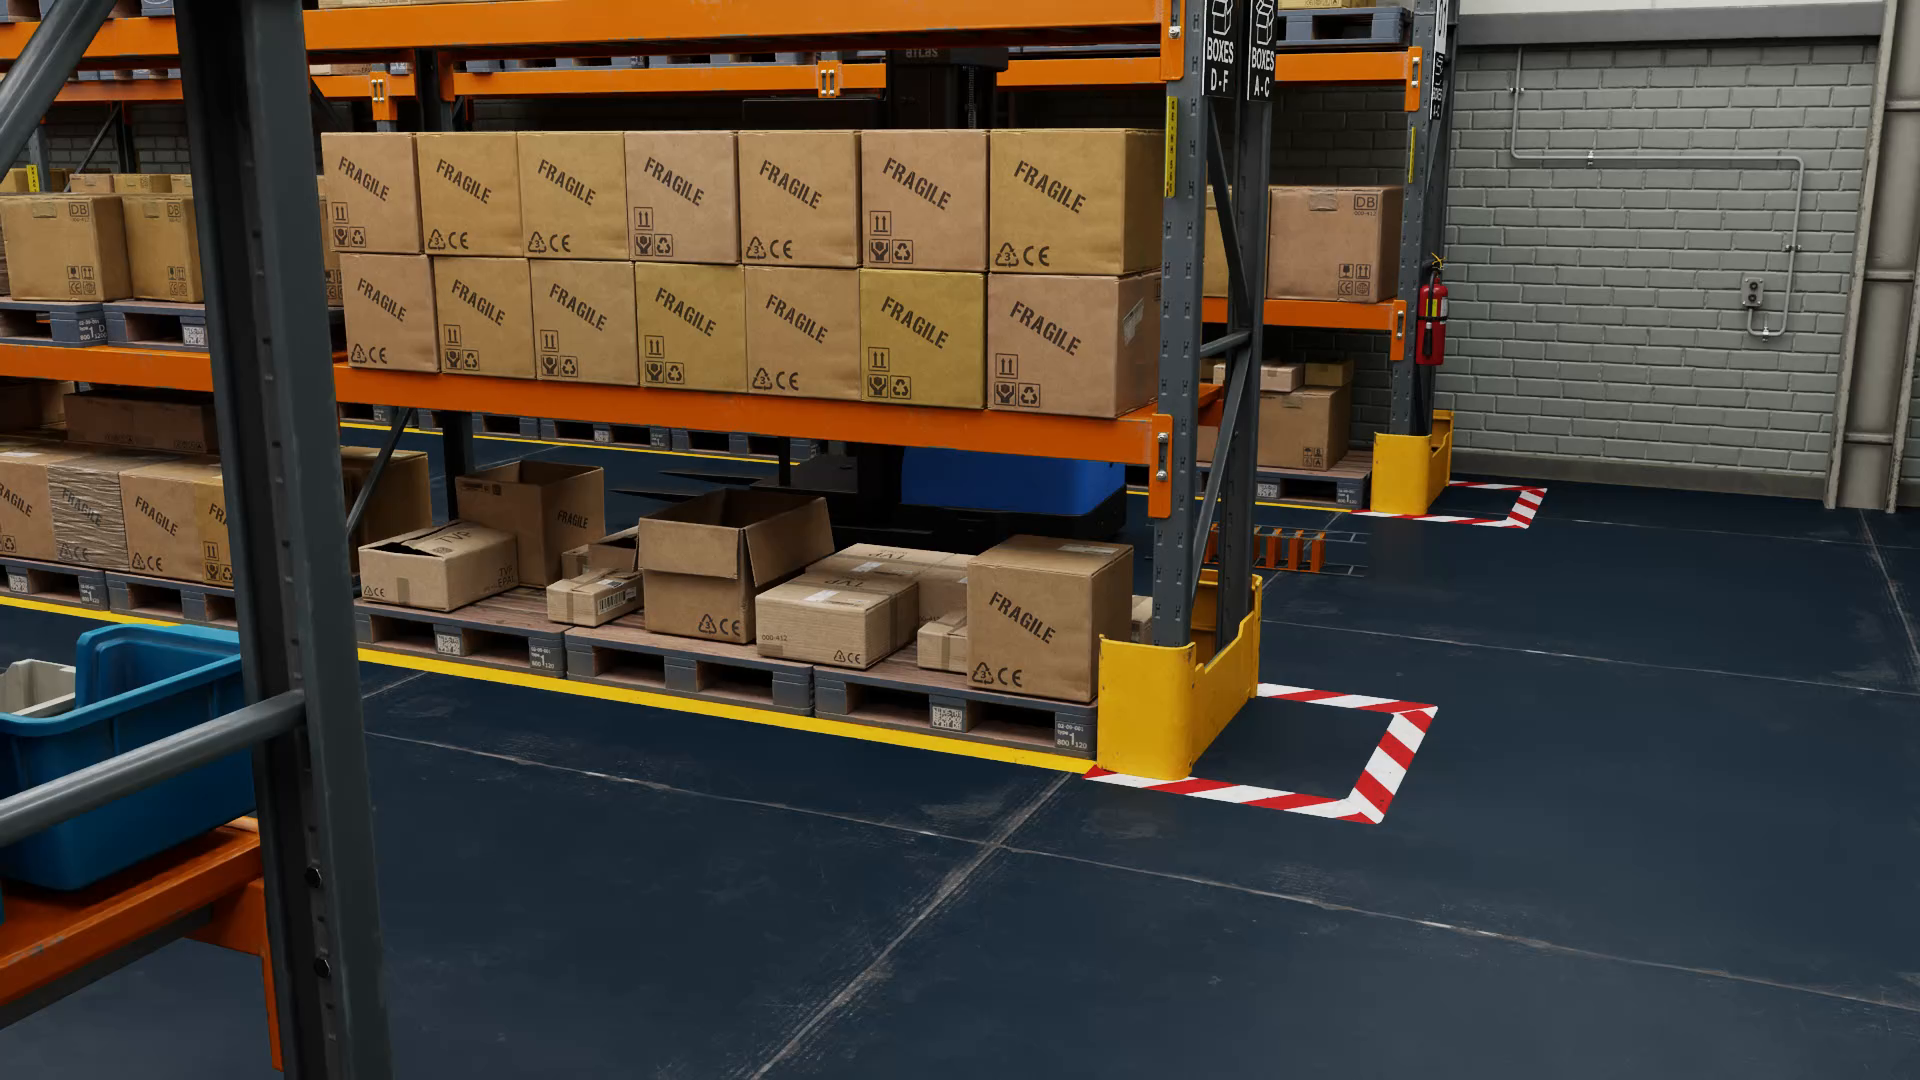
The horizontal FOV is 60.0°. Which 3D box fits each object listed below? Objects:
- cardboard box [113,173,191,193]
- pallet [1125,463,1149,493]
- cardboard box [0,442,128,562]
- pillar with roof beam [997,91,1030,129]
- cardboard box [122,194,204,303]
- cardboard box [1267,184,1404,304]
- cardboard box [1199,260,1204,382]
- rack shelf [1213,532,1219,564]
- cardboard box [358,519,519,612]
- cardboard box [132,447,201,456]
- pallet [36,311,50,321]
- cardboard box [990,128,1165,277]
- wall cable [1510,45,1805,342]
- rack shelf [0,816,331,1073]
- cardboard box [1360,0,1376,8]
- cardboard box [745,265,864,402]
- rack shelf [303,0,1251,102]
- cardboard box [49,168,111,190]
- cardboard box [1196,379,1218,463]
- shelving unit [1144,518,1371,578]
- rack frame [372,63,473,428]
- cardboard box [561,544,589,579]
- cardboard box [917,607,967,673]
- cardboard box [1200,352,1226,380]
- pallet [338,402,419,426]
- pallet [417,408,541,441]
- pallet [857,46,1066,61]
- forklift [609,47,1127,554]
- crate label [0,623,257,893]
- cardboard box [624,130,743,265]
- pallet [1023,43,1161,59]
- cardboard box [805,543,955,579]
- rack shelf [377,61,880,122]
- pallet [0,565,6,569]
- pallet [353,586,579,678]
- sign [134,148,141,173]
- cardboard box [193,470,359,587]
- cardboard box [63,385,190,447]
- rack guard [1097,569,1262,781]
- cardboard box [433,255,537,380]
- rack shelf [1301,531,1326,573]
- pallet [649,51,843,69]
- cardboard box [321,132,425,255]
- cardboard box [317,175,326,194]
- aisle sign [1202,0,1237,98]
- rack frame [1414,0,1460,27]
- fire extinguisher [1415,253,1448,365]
[{"bbox_3d":[-7.058,-3.013,14.848,0.500,0.500,0.700,7,15,29],"label":"cardboard box"},{"bbox_3d":[1.079,-0.561,11.682,1.213,0.211,1.003,6,14,23],"label":"pallet"},{"bbox_3d":[-4.647,-0.206,8.576,0.500,0.500,0.500,5,14,21],"label":"cardboard box"},{"bbox_3d":[-1.457,-4.255,8.190,0.400,9.000,9.100,6,14,23],"label":"pillar with roof beam"},{"bbox_3d":[-3.704,-1.477,8.343,0.500,0.500,0.700,8,16,32],"label":"cardboard box"},{"bbox_3d":[2.483,-1.939,10.794,0.700,0.700,0.980,7,15,26],"label":"cardboard box"},{"bbox_3d":[0.652,-0.857,6.623,0.500,0.500,0.500,6,15,24],"label":"cardboard box"},{"bbox_3d":[1.481,0.021,9.233,0.103,0.180,0.258,5,14,19],"label":"rack shelf"},{"bbox_3d":[-2.410,0.096,7.701,0.500,0.311,0.500,6,14,23],"label":"cardboard box"},{"bbox_3d":[-3.996,-0.270,8.849,0.500,0.500,0.500,6,14,24],"label":"cardboard box"},{"bbox_3d":[-5.716,-1.311,9.196,1.003,0.211,1.213,6,14,23],"label":"pallet"},{"bbox_3d":[0.432,-1.232,6.030,0.500,0.500,0.500,6,14,23],"label":"cardboard box"},{"bbox_3d":[4.507,-2.321,10.857,1.851,1.984,0.084,6,14,23],"label":"wall cable"},{"bbox_3d":[-2.888,0.487,2.688,4.000,0.370,1.077,6,14,23],"label":"rack shelf"},{"bbox_3d":[2.386,-3.507,10.757,0.500,0.250,0.500,7,15,26],"label":"cardboard box"},{"bbox_3d":[-0.499,-0.840,6.551,0.500,0.500,0.500,6,14,24],"label":"cardboard box"},{"bbox_3d":[-0.878,-2.008,6.753,4.000,0.370,1.077,6,14,23],"label":"rack shelf"},{"bbox_3d":[-8.363,-3.247,15.668,0.500,0.500,0.500,5,14,22],"label":"cardboard box"},{"bbox_3d":[1.816,-0.825,11.257,0.500,0.500,0.700,6,14,23],"label":"cardboard box"},{"bbox_3d":[1.636,0.034,9.180,1.200,0.189,0.258,5,14,19],"label":"shelving unit"},{"bbox_3d":[-4.361,-2.488,13.790,0.127,3.000,1.000,6,14,23],"label":"rack frame"},{"bbox_3d":[-1.704,0.107,8.011,0.250,0.149,0.380,6,14,23],"label":"cardboard box"},{"bbox_3d":[0.020,0.398,6.733,0.250,0.166,0.380,6,14,23],"label":"cardboard box"},{"bbox_3d":[1.776,-1.195,11.413,0.250,0.149,0.380,6,14,24],"label":"cardboard box"},{"bbox_3d":[-5.075,-1.203,14.418,1.213,0.211,1.003,6,14,23],"label":"pallet"},{"bbox_3d":[-3.670,-1.041,13.731,1.213,0.211,1.003,6,14,23],"label":"pallet"},{"bbox_3d":[0.040,-3.457,11.548,1.213,0.211,1.003,6,14,23],"label":"pallet"},{"bbox_3d":[-0.588,-1.473,9.618,3.031,2.935,1.130,5,14,19],"label":"forklift"},{"bbox_3d":[-1.152,0.283,2.220,0.303,0.233,0.416,6,14,23],"label":"crate label"},{"bbox_3d":[-0.975,-1.373,6.631,0.500,0.500,0.500,6,15,25],"label":"cardboard box"},{"bbox_3d":[1.152,-3.344,11.066,1.213,0.211,1.003,6,14,23],"label":"pallet"},{"bbox_3d":[-0.346,0.210,7.350,0.500,0.250,0.500,6,14,23],"label":"cardboard box"},{"bbox_3d":[-2.532,-3.413,12.741,4.000,0.370,1.077,6,14,23],"label":"rack shelf"},{"bbox_3d":[-5.697,-0.018,9.370,1.213,0.211,1.003,6,14,23],"label":"pallet"},{"bbox_3d":[-2.079,0.339,7.849,1.213,0.211,1.003,6,14,23],"label":"pallet"},{"bbox_3d":[-7.796,-3.538,15.731,0.005,0.325,0.100,6,14,23],"label":"sign"},{"bbox_3d":[-3.274,-0.066,7.977,0.500,0.500,0.500,6,14,23],"label":"cardboard box"},{"bbox_3d":[-4.423,-0.679,8.951,0.500,0.250,0.500,5,14,22],"label":"cardboard box"},{"bbox_3d":[0.881,0.498,6.540,0.348,0.500,1.175,6,14,23],"label":"rack guard"},{"bbox_3d":[-1.882,-0.980,7.148,0.500,0.500,0.500,6,15,24],"label":"cardboard box"},{"bbox_3d":[1.933,0.060,9.077,0.103,0.180,0.258,5,14,19],"label":"rack shelf"},{"bbox_3d":[-1.562,-3.559,12.210,1.217,0.209,0.805,5,14,21],"label":"pallet"},{"bbox_3d":[-2.390,-1.516,7.240,0.500,0.500,0.500,6,15,25],"label":"cardboard box"},{"bbox_3d":[-5.317,-2.838,14.101,0.500,0.500,0.700,4,14,18],"label":"cardboard box"},{"bbox_3d":[0.889,-1.908,5.628,0.004,0.787,0.394,6,14,23],"label":"aisle sign"},{"bbox_3d":[2.954,-4.668,9.950,0.127,3.000,1.000,6,14,23],"label":"rack frame"},{"bbox_3d":[2.905,-1.418,10.217,0.183,0.674,0.296,6,14,23],"label":"fire extinguisher"}]
